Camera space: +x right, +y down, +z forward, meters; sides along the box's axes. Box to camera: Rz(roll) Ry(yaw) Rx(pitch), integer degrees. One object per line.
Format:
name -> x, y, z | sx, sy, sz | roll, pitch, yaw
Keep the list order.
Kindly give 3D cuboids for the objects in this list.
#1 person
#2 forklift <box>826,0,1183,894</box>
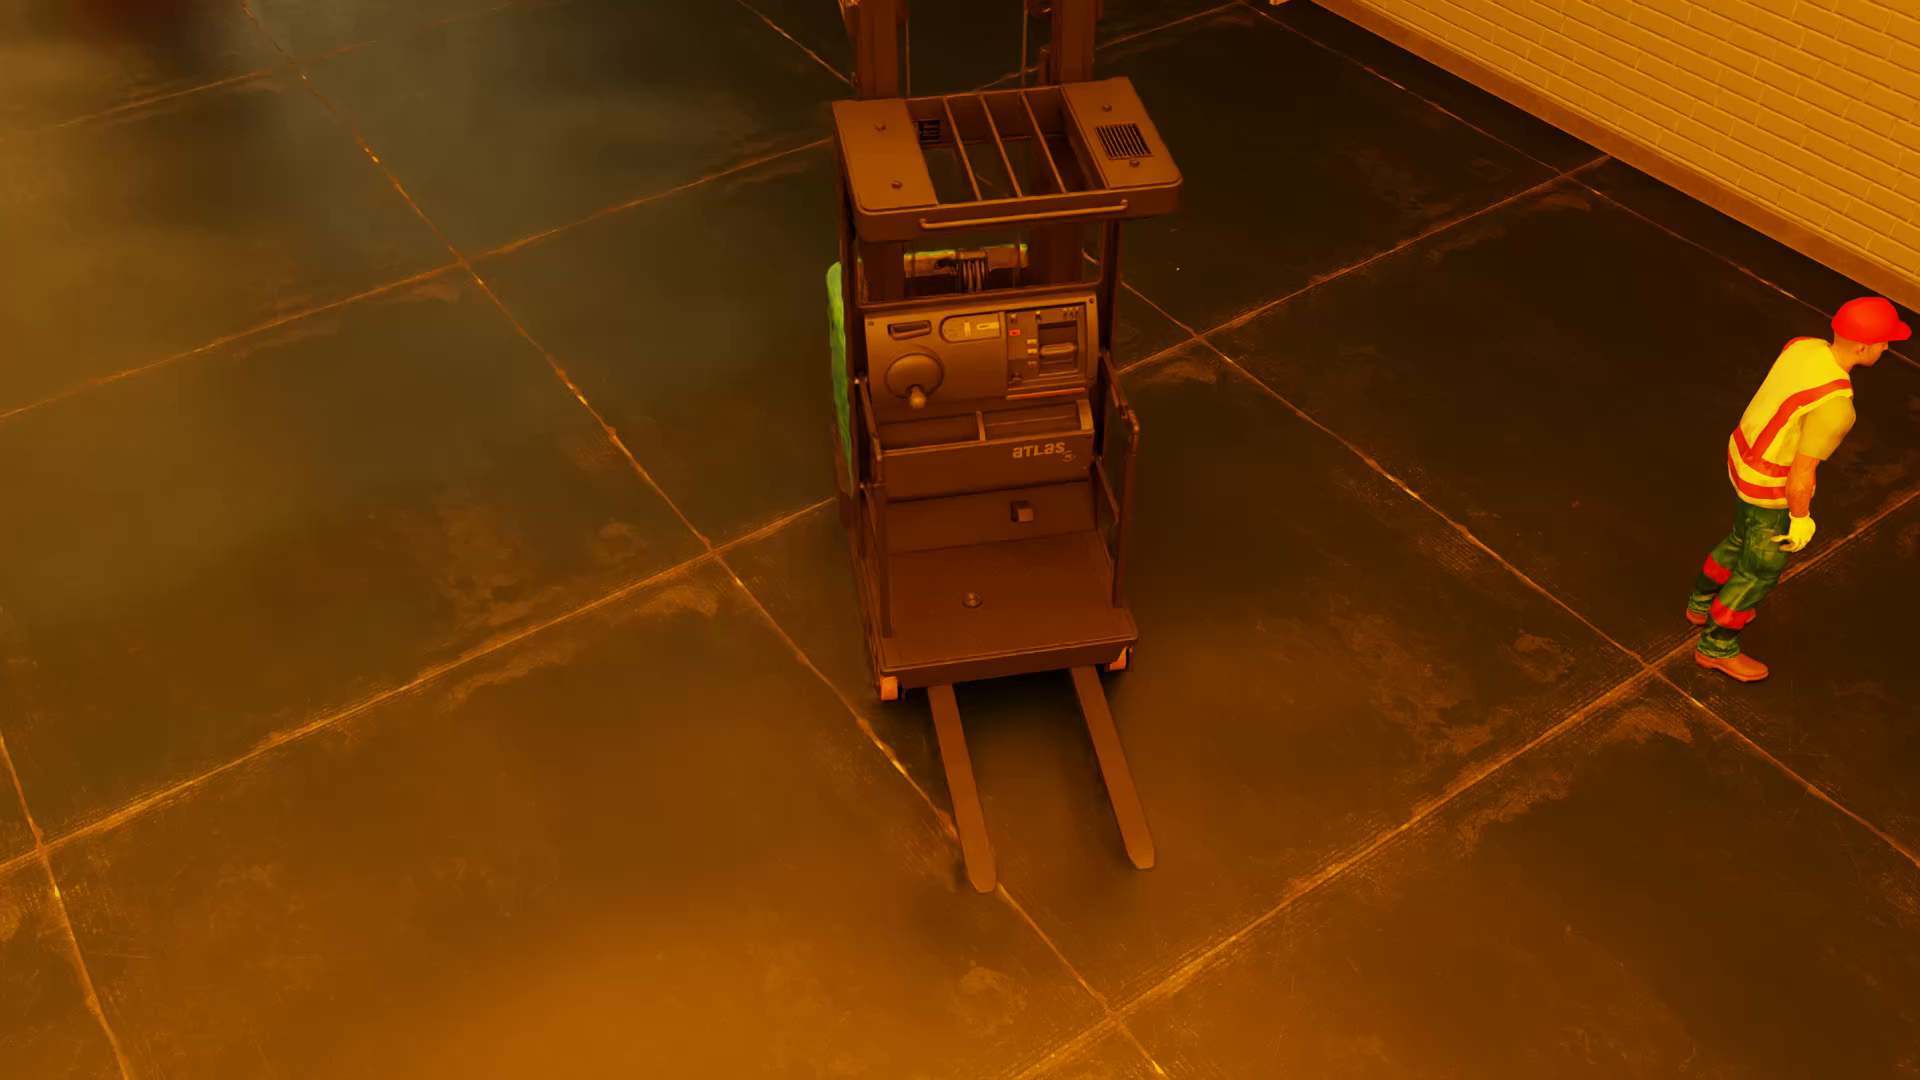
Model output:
person -> 3.373, -0.233, 6.822 | 0.453, 1.778, 0.615 | 6, 43, 6
forklift -> 0.130, -0.660, 6.432 | 1.130, 2.935, 3.031 | -7, 43, -7
